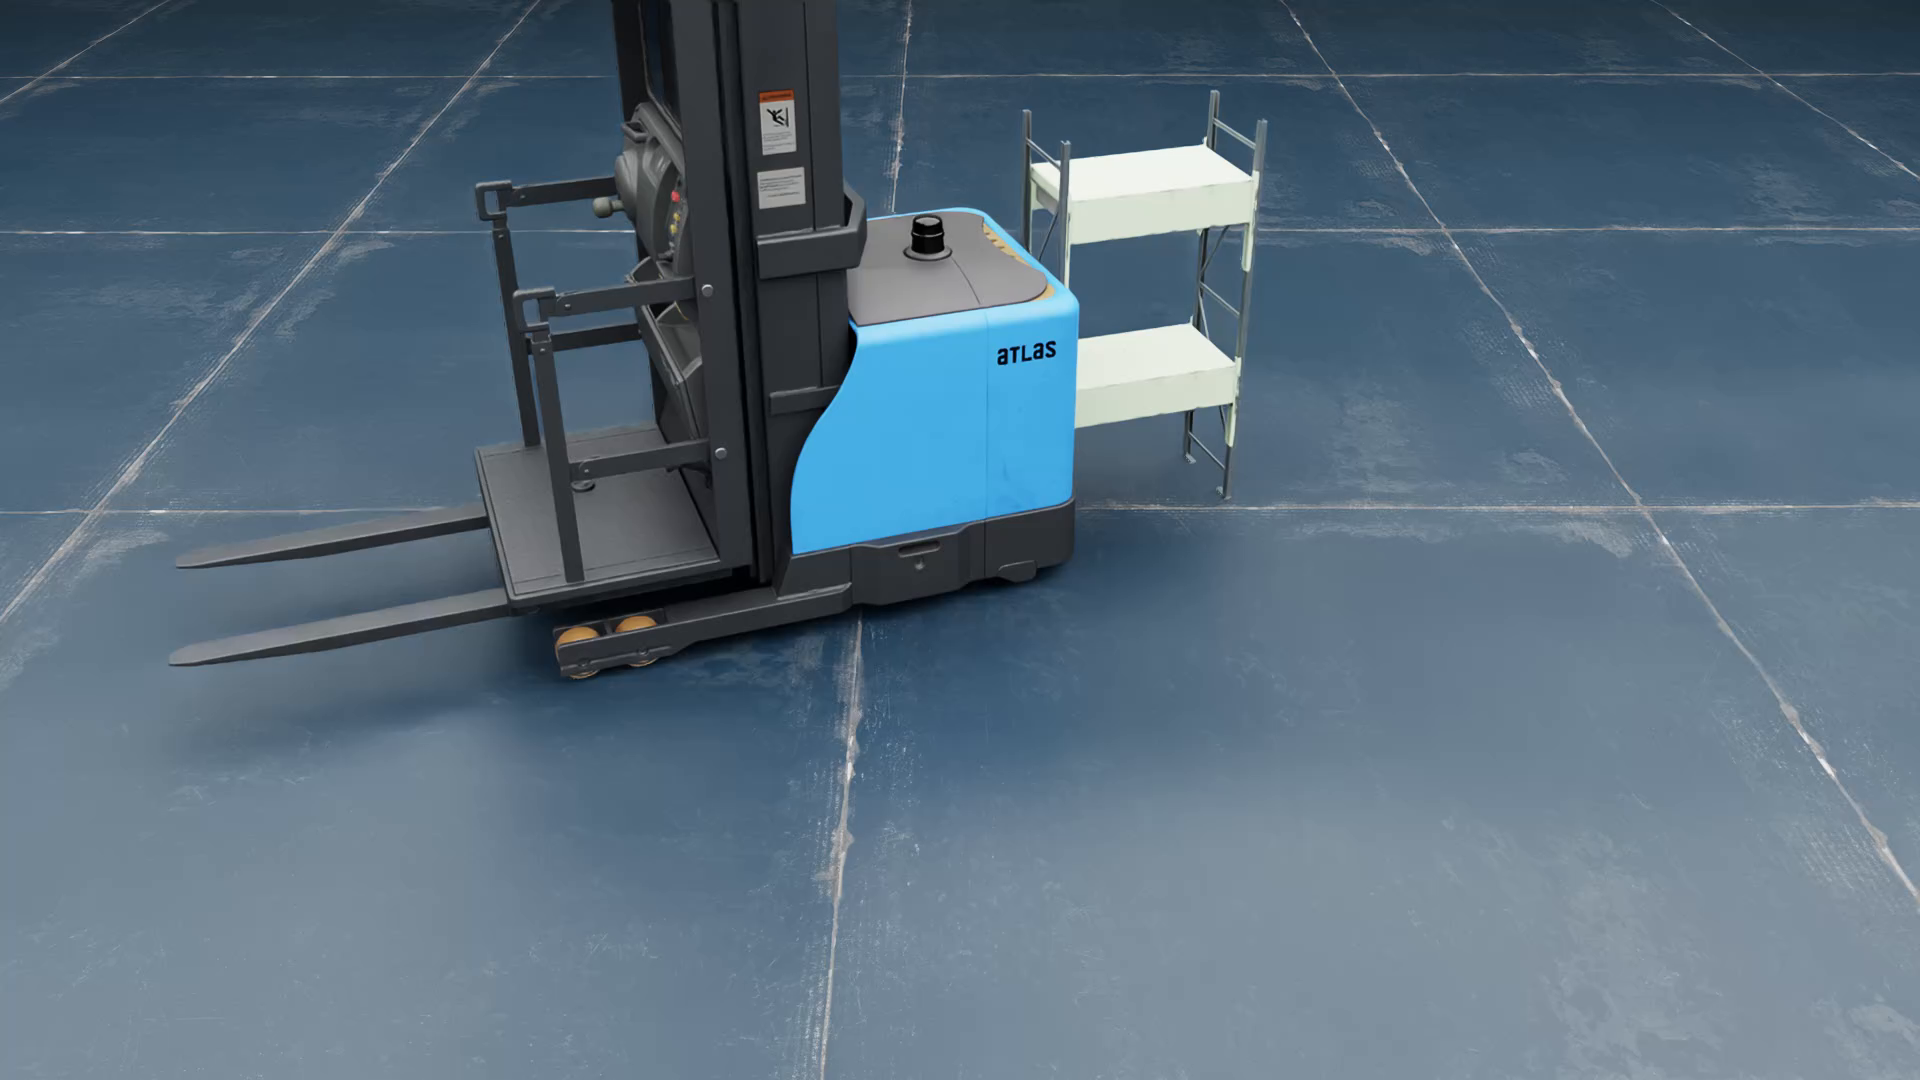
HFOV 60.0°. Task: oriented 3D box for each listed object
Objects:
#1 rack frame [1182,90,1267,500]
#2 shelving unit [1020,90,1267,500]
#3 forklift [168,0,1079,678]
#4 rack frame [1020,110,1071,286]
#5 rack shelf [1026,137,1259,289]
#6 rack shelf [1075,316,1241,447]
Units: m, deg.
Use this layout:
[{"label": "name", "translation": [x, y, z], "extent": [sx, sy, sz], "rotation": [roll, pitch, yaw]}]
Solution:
[{"label": "rack frame", "translation": [0.987, -0.898, 6.284], "extent": [0.023, 1.500, 0.400], "rotation": [-10, 33, -16]}, {"label": "shelving unit", "translation": [0.640, -0.837, 6.183], "extent": [0.755, 1.500, 0.431], "rotation": [-10, 33, -16]}, {"label": "forklift", "translation": [-1.159, -1.106, 5.248], "extent": [3.031, 2.935, 1.130], "rotation": [-11, 33, -17]}, {"label": "rack frame", "translation": [0.294, -0.775, 6.082], "extent": [0.023, 1.500, 0.400], "rotation": [-10, 33, -16]}, {"label": "rack shelf", "translation": [0.640, -1.170, 5.981], "extent": [0.720, 0.370, 0.431], "rotation": [-10, 33, -16]}, {"label": "rack shelf", "translation": [0.640, -0.558, 6.352], "extent": [0.720, 0.370, 0.431], "rotation": [-10, 33, -16]}]
